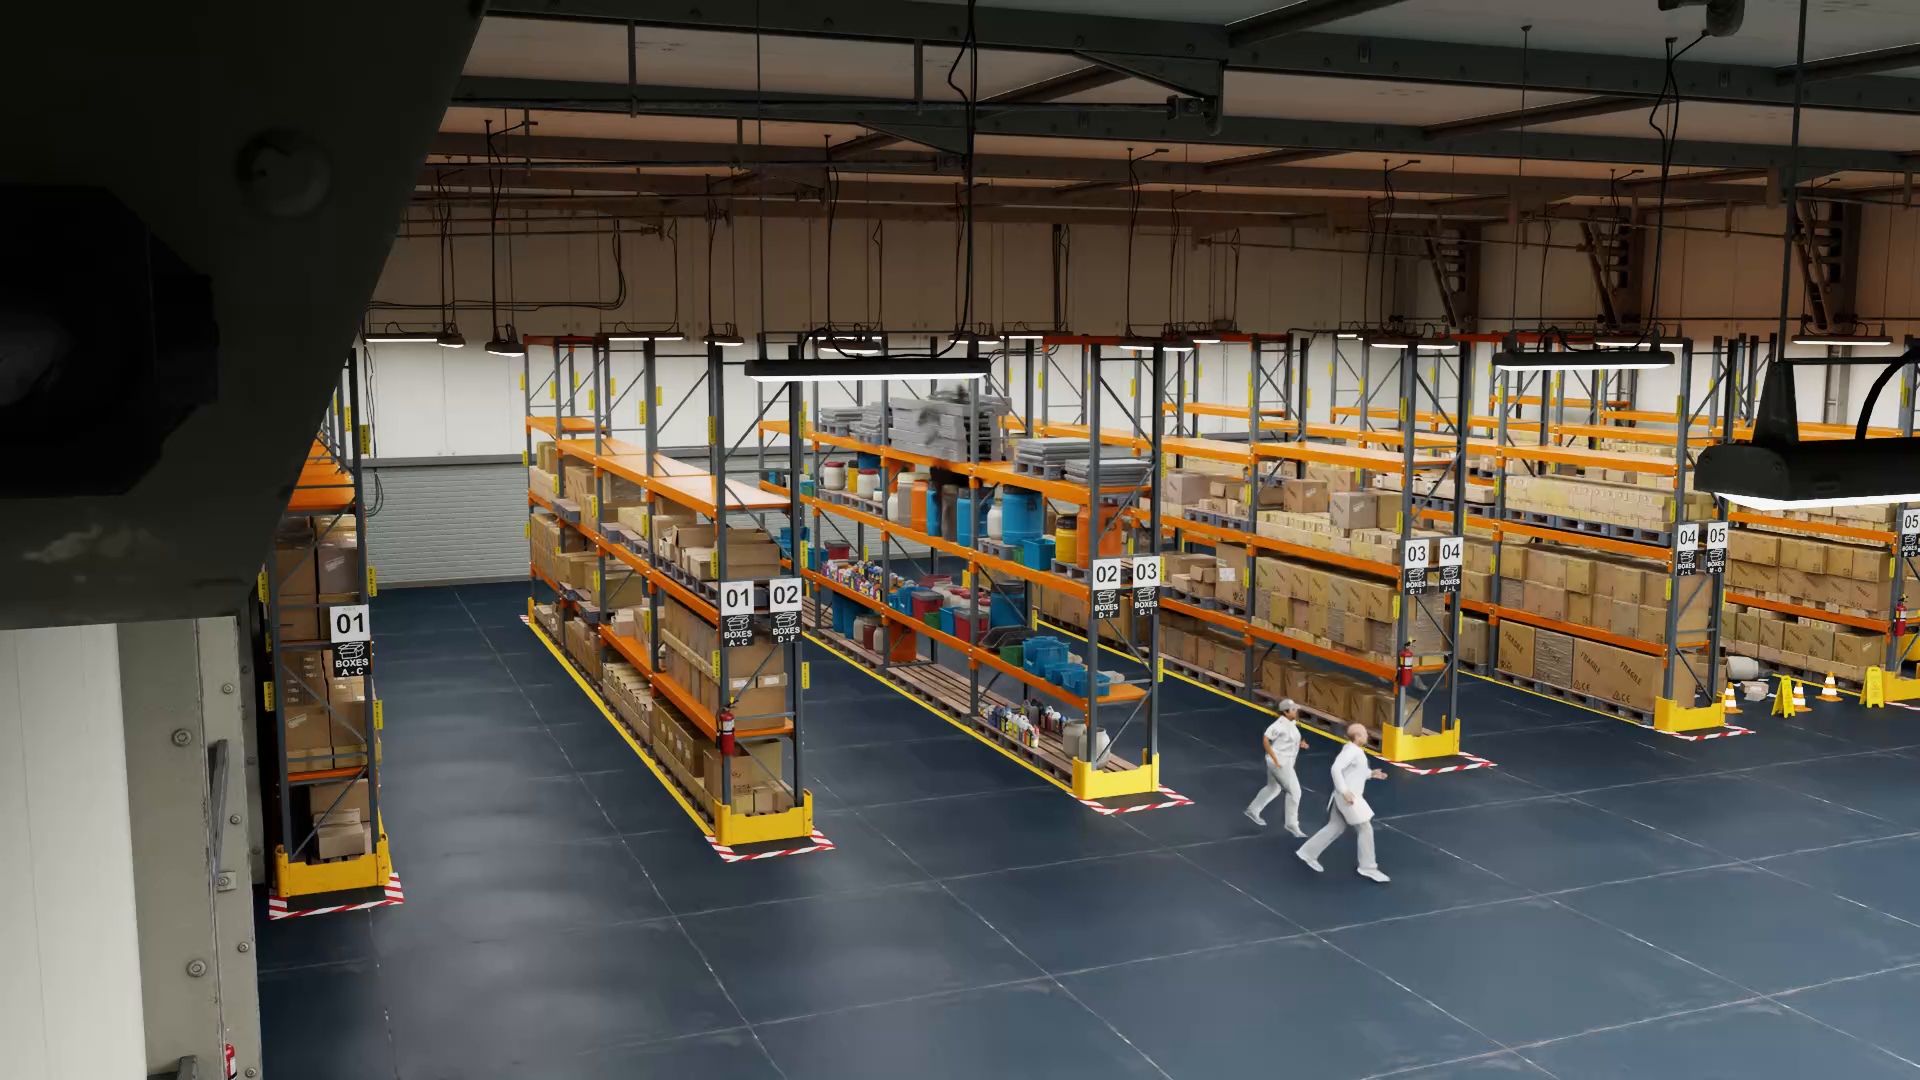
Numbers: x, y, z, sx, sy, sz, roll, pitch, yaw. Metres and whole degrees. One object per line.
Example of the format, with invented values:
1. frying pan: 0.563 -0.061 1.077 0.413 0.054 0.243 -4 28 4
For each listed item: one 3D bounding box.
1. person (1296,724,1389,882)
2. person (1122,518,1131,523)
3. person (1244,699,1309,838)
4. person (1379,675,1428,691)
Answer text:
1. person: 4.350 2.958 18.821 1.036 1.802 0.651 0 8 2
2. person: 3.818 0.299 39.219 0.660 1.656 0.733 0 8 -1
3. person: 3.917 2.790 20.556 0.782 1.717 0.598 2 8 15
4. person: 7.620 1.691 28.501 0.624 1.668 0.997 -5 9 -31
